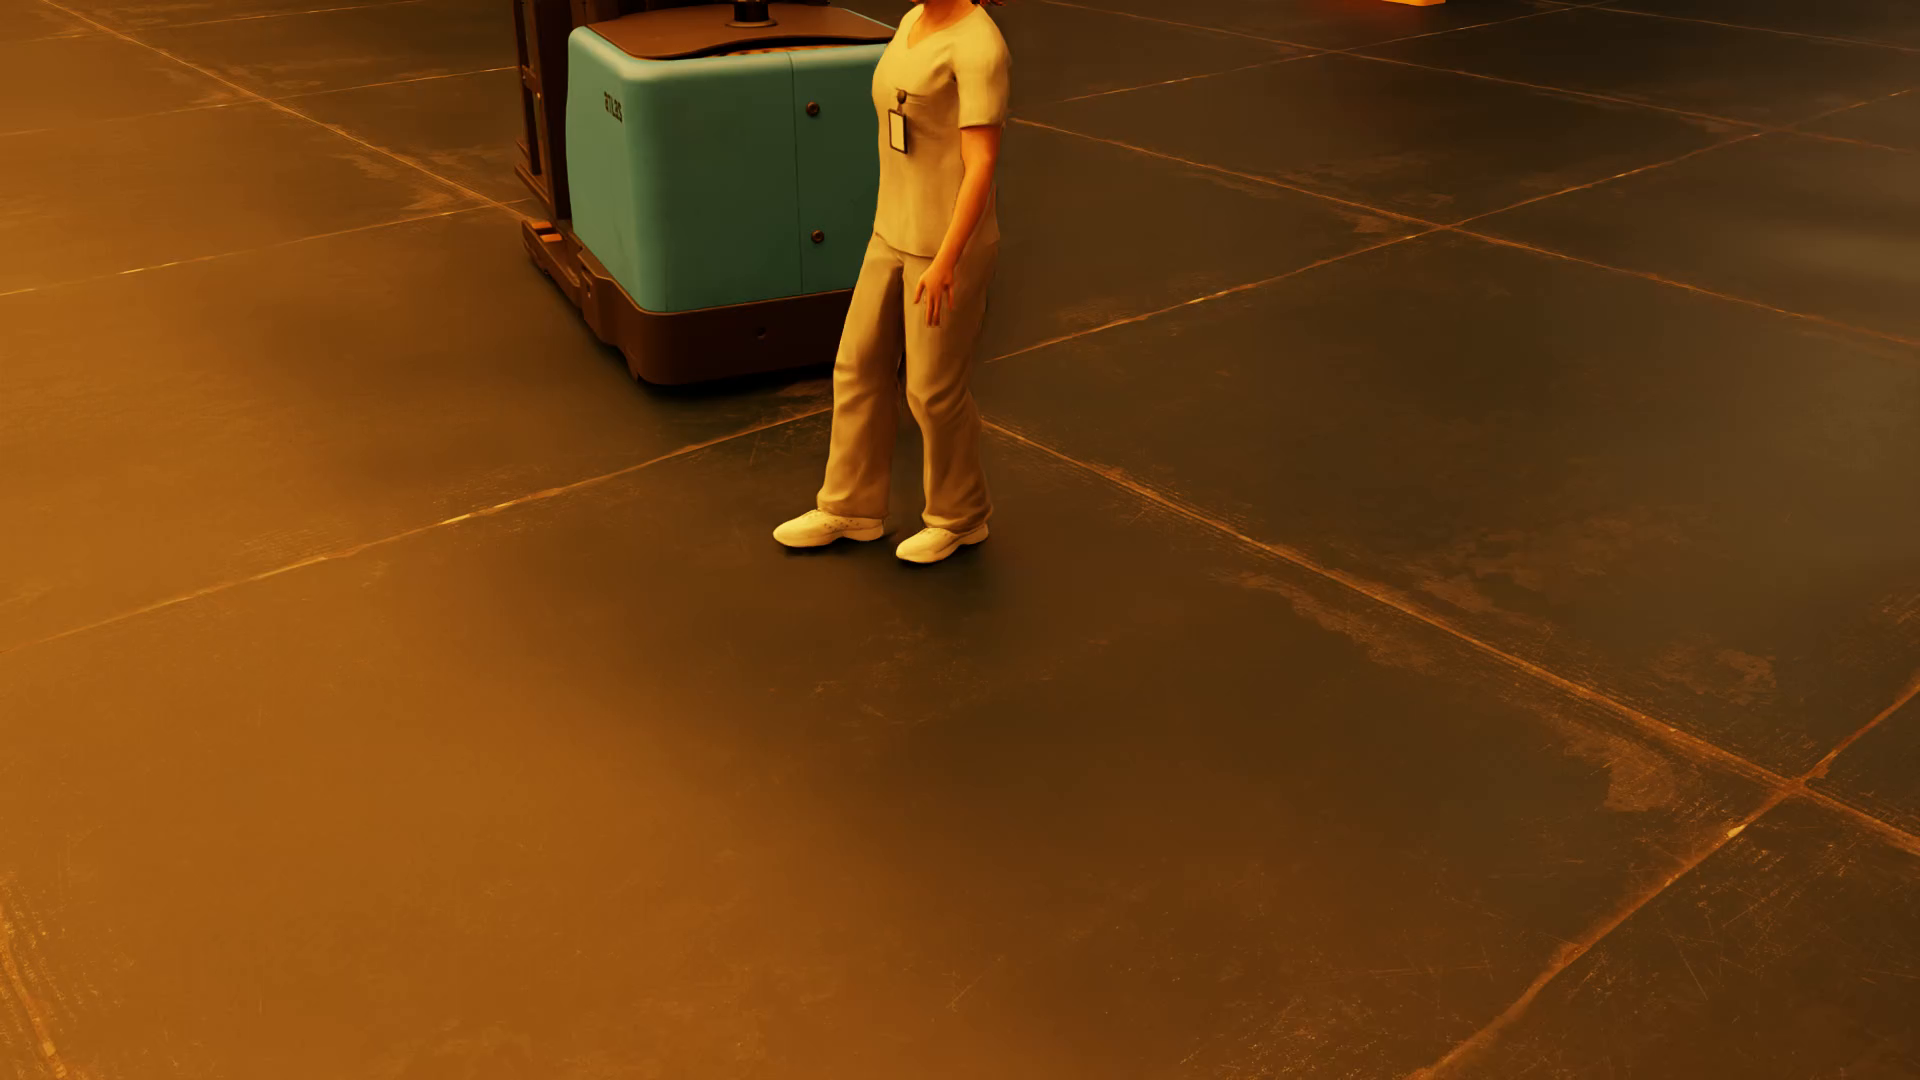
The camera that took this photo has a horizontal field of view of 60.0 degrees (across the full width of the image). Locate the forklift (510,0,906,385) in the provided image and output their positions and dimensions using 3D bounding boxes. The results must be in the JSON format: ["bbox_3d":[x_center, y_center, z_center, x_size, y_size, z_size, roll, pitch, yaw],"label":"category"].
[{"bbox_3d":[-1.134,-2.437,6.117,1.130,2.935,3.031,-11,29,-22],"label":"forklift"}]

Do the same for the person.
[{"bbox_3d":[-0.152,-0.701,4.048,0.574,1.660,0.577,-14,30,-26],"label":"person"}]
